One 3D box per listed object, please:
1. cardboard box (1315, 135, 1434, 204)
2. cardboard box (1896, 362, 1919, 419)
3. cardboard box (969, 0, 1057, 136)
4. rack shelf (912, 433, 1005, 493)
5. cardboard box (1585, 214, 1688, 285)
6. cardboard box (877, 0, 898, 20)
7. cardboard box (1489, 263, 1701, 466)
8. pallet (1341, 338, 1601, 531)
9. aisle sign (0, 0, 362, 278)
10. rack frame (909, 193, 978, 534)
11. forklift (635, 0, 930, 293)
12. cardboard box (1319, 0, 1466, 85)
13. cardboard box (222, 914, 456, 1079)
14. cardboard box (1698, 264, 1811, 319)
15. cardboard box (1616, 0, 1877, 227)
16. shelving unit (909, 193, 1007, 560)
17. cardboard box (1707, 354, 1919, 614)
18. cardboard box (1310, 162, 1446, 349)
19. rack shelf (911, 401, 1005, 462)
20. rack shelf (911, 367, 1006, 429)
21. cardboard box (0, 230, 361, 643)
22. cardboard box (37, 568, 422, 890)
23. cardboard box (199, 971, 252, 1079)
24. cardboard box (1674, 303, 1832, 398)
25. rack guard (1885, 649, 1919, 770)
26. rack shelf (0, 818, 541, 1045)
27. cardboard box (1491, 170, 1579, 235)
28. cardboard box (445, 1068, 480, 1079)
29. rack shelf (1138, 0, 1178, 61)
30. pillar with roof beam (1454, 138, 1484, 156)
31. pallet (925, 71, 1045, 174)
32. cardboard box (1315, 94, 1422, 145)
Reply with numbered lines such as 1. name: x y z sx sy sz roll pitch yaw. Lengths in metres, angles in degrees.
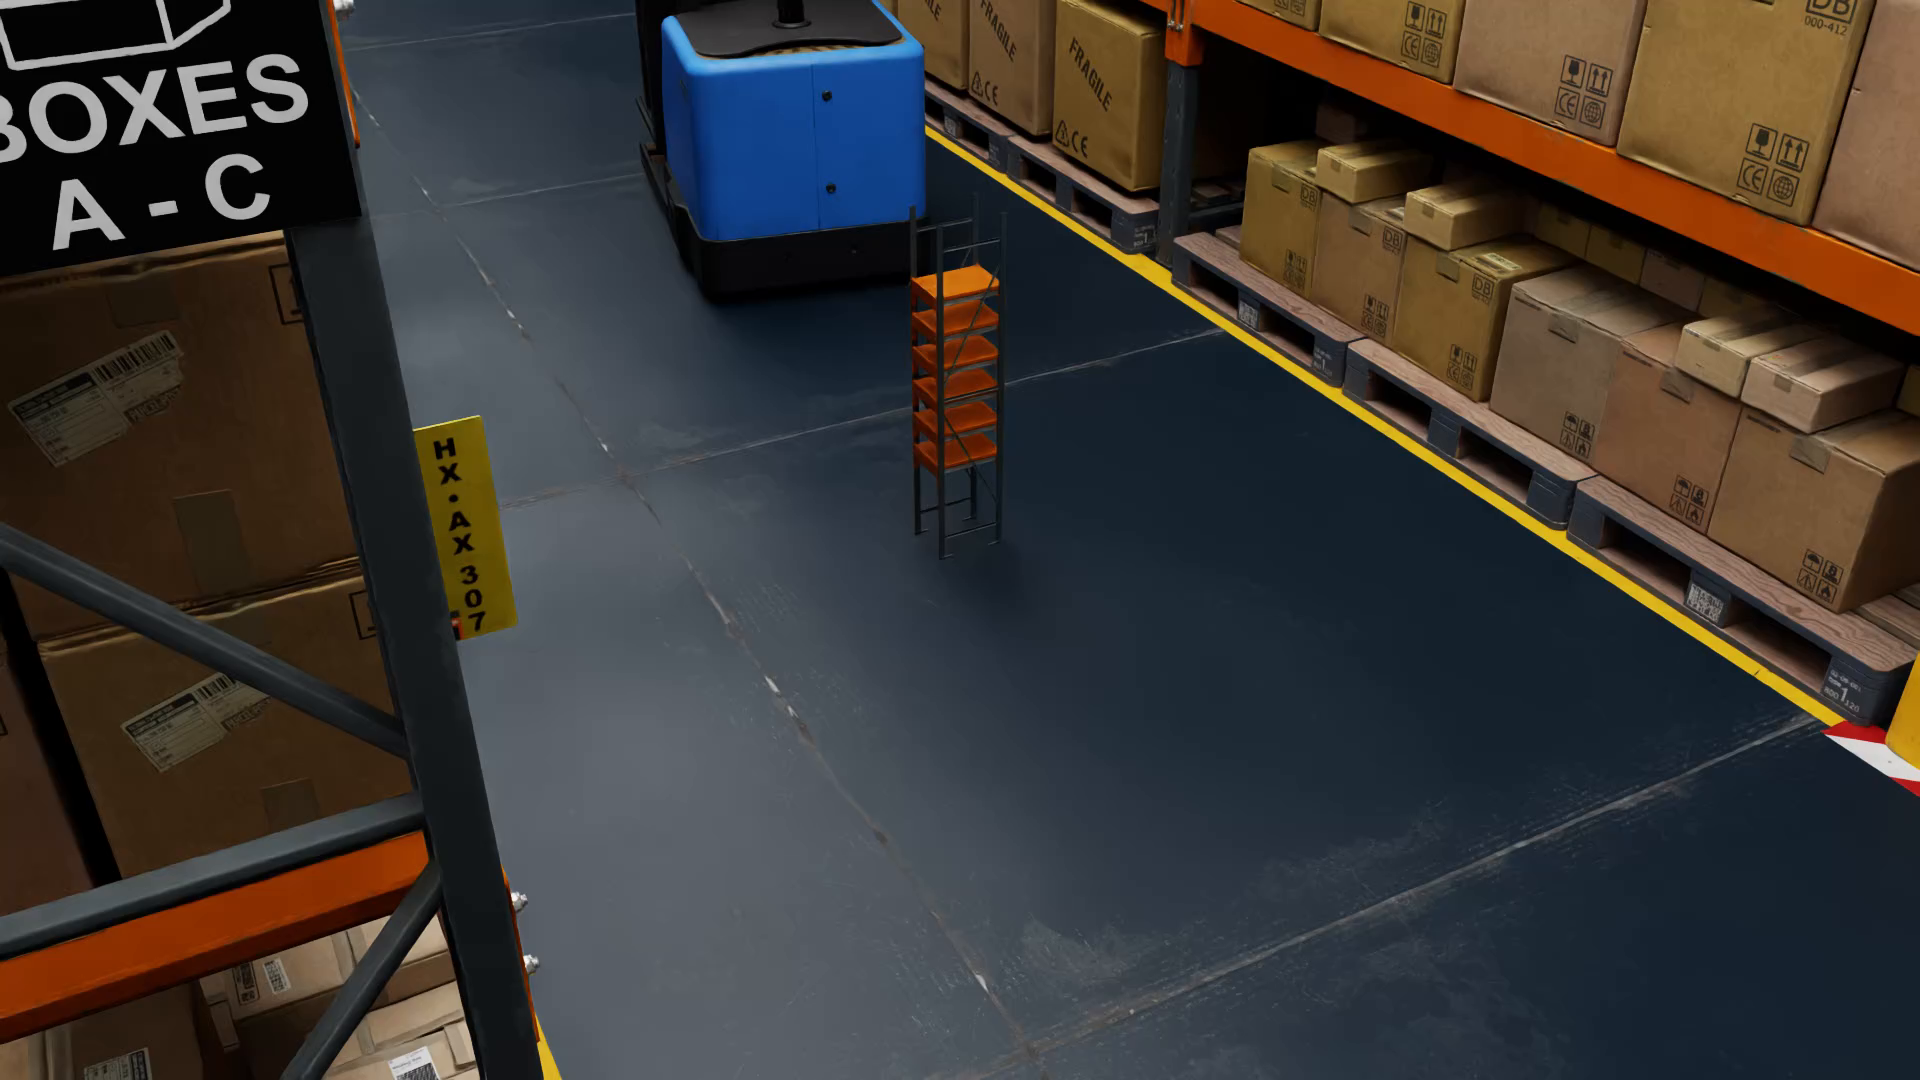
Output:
1. cardboard box: 1.639 -1.470 6.590 0.380 0.149 0.250 -15 35 -22
2. cardboard box: 3.068 -0.453 5.002 0.380 0.149 0.250 -16 36 -23
3. cardboard box: 0.548 -2.637 8.689 0.750 0.750 0.750 -15 35 -22
4. rack shelf: -0.007 -0.273 5.591 0.258 0.103 0.180 -16 36 -23
5. cardboard box: 2.476 -1.057 5.946 0.380 0.149 0.250 -15 36 -23
6. cardboard box: -0.255 -3.461 9.975 0.750 0.750 0.750 -16 36 -24
7. cardboard box: 2.365 -0.667 5.939 0.700 0.500 0.500 -17 36 -25
8. pallet: 2.241 -0.525 6.374 1.003 0.211 1.213 -16 36 -23
9. aisle sign: -0.841 -0.644 1.564 0.394 0.787 0.004 -16 36 -23
10. rack frame: -0.049 -0.556 5.505 0.240 1.200 0.006 -16 36 -23
11. forklift: -1.050 -3.109 7.886 1.130 2.935 3.031 -9 34 -14
12. cardboard box: 1.957 -2.178 6.091 0.980 0.700 0.700 -17 36 -24
13. cardboard box: -1.368 0.895 3.713 0.500 0.250 0.500 -16 36 -23
14. cardboard box: 2.715 -0.814 5.566 0.380 0.149 0.250 -16 36 -23
15. cardboard box: 2.652 -1.467 4.981 0.980 0.700 0.700 -16 36 -23
16. shelving unit: -0.007 -0.512 5.437 0.258 1.200 0.189 -16 36 -23
17. cardboard box: 2.833 -0.189 5.192 0.700 0.500 0.500 -16 36 -23
18. cardboard box: 1.872 -1.166 6.717 0.700 0.500 0.500 -16 36 -24
19. rack shelf: -0.007 -0.374 5.526 0.258 0.103 0.180 -16 36 -23
20. rack shelf: -0.007 -0.475 5.461 0.258 0.103 0.180 -16 36 -23
21. cardboard box: -1.106 -0.249 2.339 0.500 0.500 0.500 -15 35 -22
22. cardboard box: -1.106 0.172 2.608 0.500 0.500 0.500 -15 36 -22
23. cardboard box: -1.713 1.086 3.492 0.380 0.166 0.250 -16 36 -23
24. cardboard box: 2.492 -0.599 5.231 0.380 0.149 0.250 -15 36 -22
25. rack guard: 3.259 0.308 4.805 1.175 0.500 0.348 -16 36 -23
26. rack shelf: -2.065 -0.159 3.885 1.077 0.370 4.000 -16 36 -23
27. cardboard box: 2.237 -1.301 6.327 0.380 0.149 0.250 -15 36 -23
28. cardboard box: -1.024 1.221 3.298 0.380 0.149 0.250 -16 36 -23
29. rack shelf: 0.450 -3.316 8.812 1.077 0.370 4.000 -16 36 -23
30. pillar with roof beam: -1.334 -3.991 3.638 9.100 9.000 0.400 -16 36 -23
31. pallet: 0.384 -2.423 9.336 1.003 0.211 1.213 -16 36 -23
32. cardboard box: 1.749 -1.798 7.103 0.380 0.149 0.250 -16 36 -23
